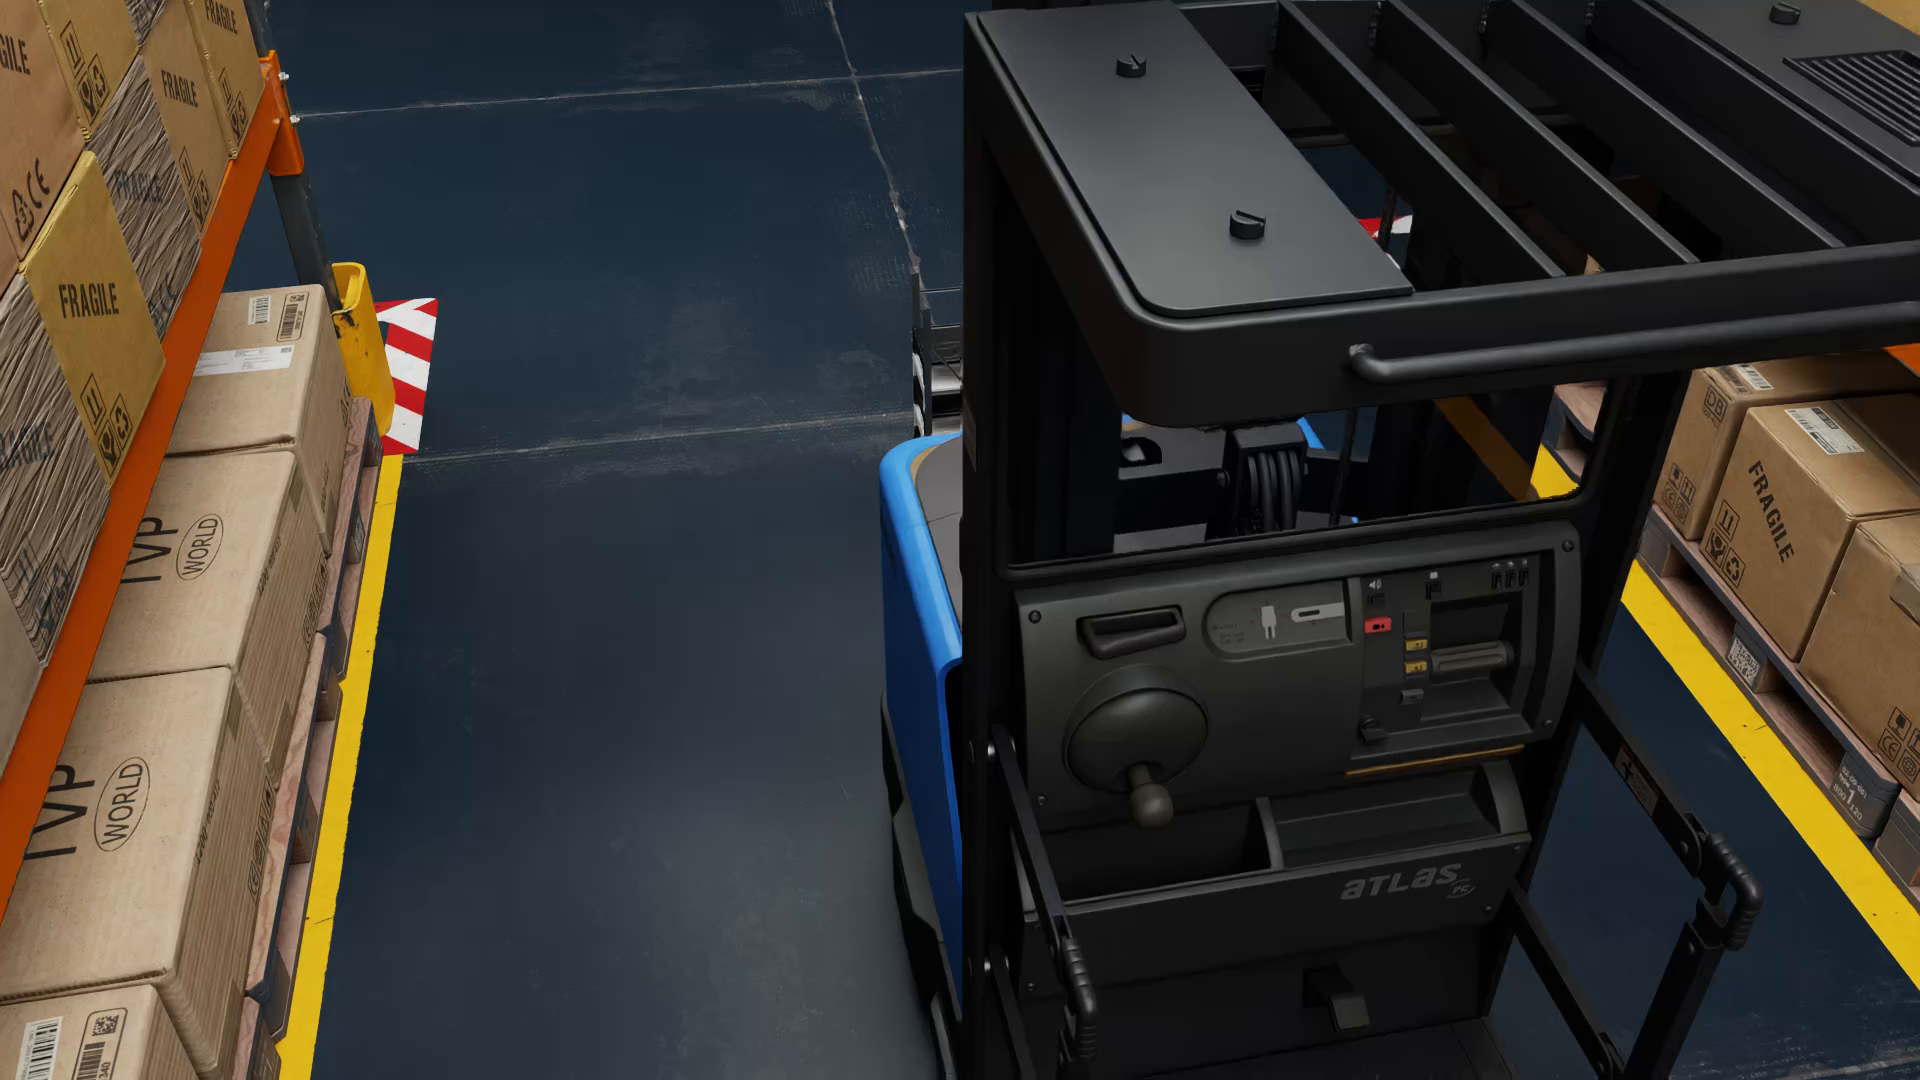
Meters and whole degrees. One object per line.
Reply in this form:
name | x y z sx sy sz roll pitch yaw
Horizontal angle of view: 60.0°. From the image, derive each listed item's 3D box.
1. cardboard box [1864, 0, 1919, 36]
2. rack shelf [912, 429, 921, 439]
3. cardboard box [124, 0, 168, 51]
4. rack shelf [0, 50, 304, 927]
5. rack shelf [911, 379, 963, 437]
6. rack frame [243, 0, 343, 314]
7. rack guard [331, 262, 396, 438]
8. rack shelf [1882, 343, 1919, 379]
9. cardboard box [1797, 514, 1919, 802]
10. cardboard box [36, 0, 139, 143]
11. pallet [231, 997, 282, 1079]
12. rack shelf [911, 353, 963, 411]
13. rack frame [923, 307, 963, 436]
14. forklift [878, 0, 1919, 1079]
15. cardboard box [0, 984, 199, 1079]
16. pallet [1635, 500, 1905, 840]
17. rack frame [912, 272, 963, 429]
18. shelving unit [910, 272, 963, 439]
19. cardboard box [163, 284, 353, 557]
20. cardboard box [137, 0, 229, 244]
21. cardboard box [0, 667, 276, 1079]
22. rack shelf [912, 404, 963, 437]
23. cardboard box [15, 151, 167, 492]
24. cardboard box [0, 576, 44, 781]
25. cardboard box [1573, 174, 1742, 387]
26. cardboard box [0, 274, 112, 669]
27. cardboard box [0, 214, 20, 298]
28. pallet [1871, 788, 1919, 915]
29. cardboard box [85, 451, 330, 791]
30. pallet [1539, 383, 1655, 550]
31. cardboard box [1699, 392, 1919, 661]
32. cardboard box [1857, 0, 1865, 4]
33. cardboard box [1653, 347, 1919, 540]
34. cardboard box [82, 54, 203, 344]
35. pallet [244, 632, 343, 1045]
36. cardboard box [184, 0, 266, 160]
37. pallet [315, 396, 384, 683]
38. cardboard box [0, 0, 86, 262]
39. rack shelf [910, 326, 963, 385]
cardboard box | 2.404 -1.239 3.668 0.500 0.500 0.500 -5 38 -7
rack shelf | -0.001 -0.263 5.056 0.258 0.077 0.200 -6 38 -8
cardboard box | -2.120 -1.414 3.728 0.500 0.500 0.500 -6 38 -8
rack shelf | -2.209 -0.065 3.476 1.077 0.370 4.000 -6 38 -8
rack shelf | -0.001 -0.405 4.945 0.258 0.077 0.200 -6 38 -8
rack frame | -2.560 -1.557 4.810 1.000 3.000 0.127 -6 38 -8
rack guard | -2.564 -0.585 5.595 1.175 0.500 0.348 -6 38 -8
rack shelf | 2.677 -0.601 4.166 1.077 0.370 4.000 -6 38 -8
cardboard box | 2.634 0.255 4.172 0.700 0.500 0.500 -8 38 -10
cardboard box | -2.037 -1.115 3.343 0.500 0.500 0.500 -6 38 -8
pallet | -1.915 1.492 3.157 1.003 0.211 1.213 -6 38 -8
rack shelf | -0.001 -0.476 4.890 0.258 0.077 0.200 -6 38 -8
rack frame | 0.016 -0.299 4.901 0.240 0.900 0.006 -6 38 -8
forklift | 0.595 0.289 2.489 1.130 2.935 3.031 -7 38 -9
cardboard box | -1.863 1.314 2.860 0.875 0.438 0.875 -7 38 -9
pallet | 2.691 0.270 4.730 1.003 0.211 1.213 -6 38 -8
rack frame | -0.019 -0.422 5.059 0.240 0.900 0.006 -6 38 -8
shelving unit | -0.001 -0.360 4.980 0.258 0.900 0.210 -6 38 -8
cardboard box | -2.345 -0.324 4.968 0.875 0.438 0.875 -7 38 -9
cardboard box | -2.141 -1.029 4.048 0.500 0.500 0.500 -7 38 -9
cardboard box | -2.020 0.773 3.556 0.875 0.438 0.875 -7 38 -9
rack shelf | -0.001 -0.334 5.001 0.258 0.077 0.200 -6 38 -8
cardboard box | -1.938 -0.409 3.250 0.500 0.500 0.500 -5 38 -7
cardboard box | -1.767 0.203 2.462 0.500 0.500 0.500 -6 38 -8
cardboard box | 2.341 -0.894 5.648 0.797 0.503 0.637 -8 38 -10
cardboard box | -1.848 -0.098 2.850 0.500 0.500 0.500 -6 38 -8
cardboard box | -1.864 -0.506 2.560 0.500 0.500 0.500 -6 38 -7
pallet | 2.908 1.009 3.780 1.003 0.211 1.213 -6 38 -8
cardboard box | -2.177 0.228 4.257 0.875 0.438 0.875 -5 38 -7
pallet | 2.481 -0.465 5.677 1.003 0.211 1.213 -6 38 -8
cardboard box | 2.446 -0.042 4.554 0.500 0.500 0.500 -6 38 -7
cardboard box | 2.322 -1.238 4.279 0.500 0.250 0.500 -7 38 -9
cardboard box | 2.452 -0.372 4.979 0.700 0.500 0.500 -5 38 -6
cardboard box | -2.041 -0.720 3.650 0.500 0.500 0.500 -5 38 -7
pallet | -2.132 0.754 4.108 1.003 0.211 1.213 -6 38 -8
cardboard box | -2.214 -1.334 4.441 0.500 0.500 0.500 -6 38 -8
pallet | -2.342 0.018 5.054 1.003 0.211 1.213 -6 38 -8
cardboard box | -1.950 -0.811 2.952 0.500 0.500 0.500 -6 38 -8
rack shelf | -0.001 -0.547 4.835 0.258 0.077 0.200 -6 38 -8
